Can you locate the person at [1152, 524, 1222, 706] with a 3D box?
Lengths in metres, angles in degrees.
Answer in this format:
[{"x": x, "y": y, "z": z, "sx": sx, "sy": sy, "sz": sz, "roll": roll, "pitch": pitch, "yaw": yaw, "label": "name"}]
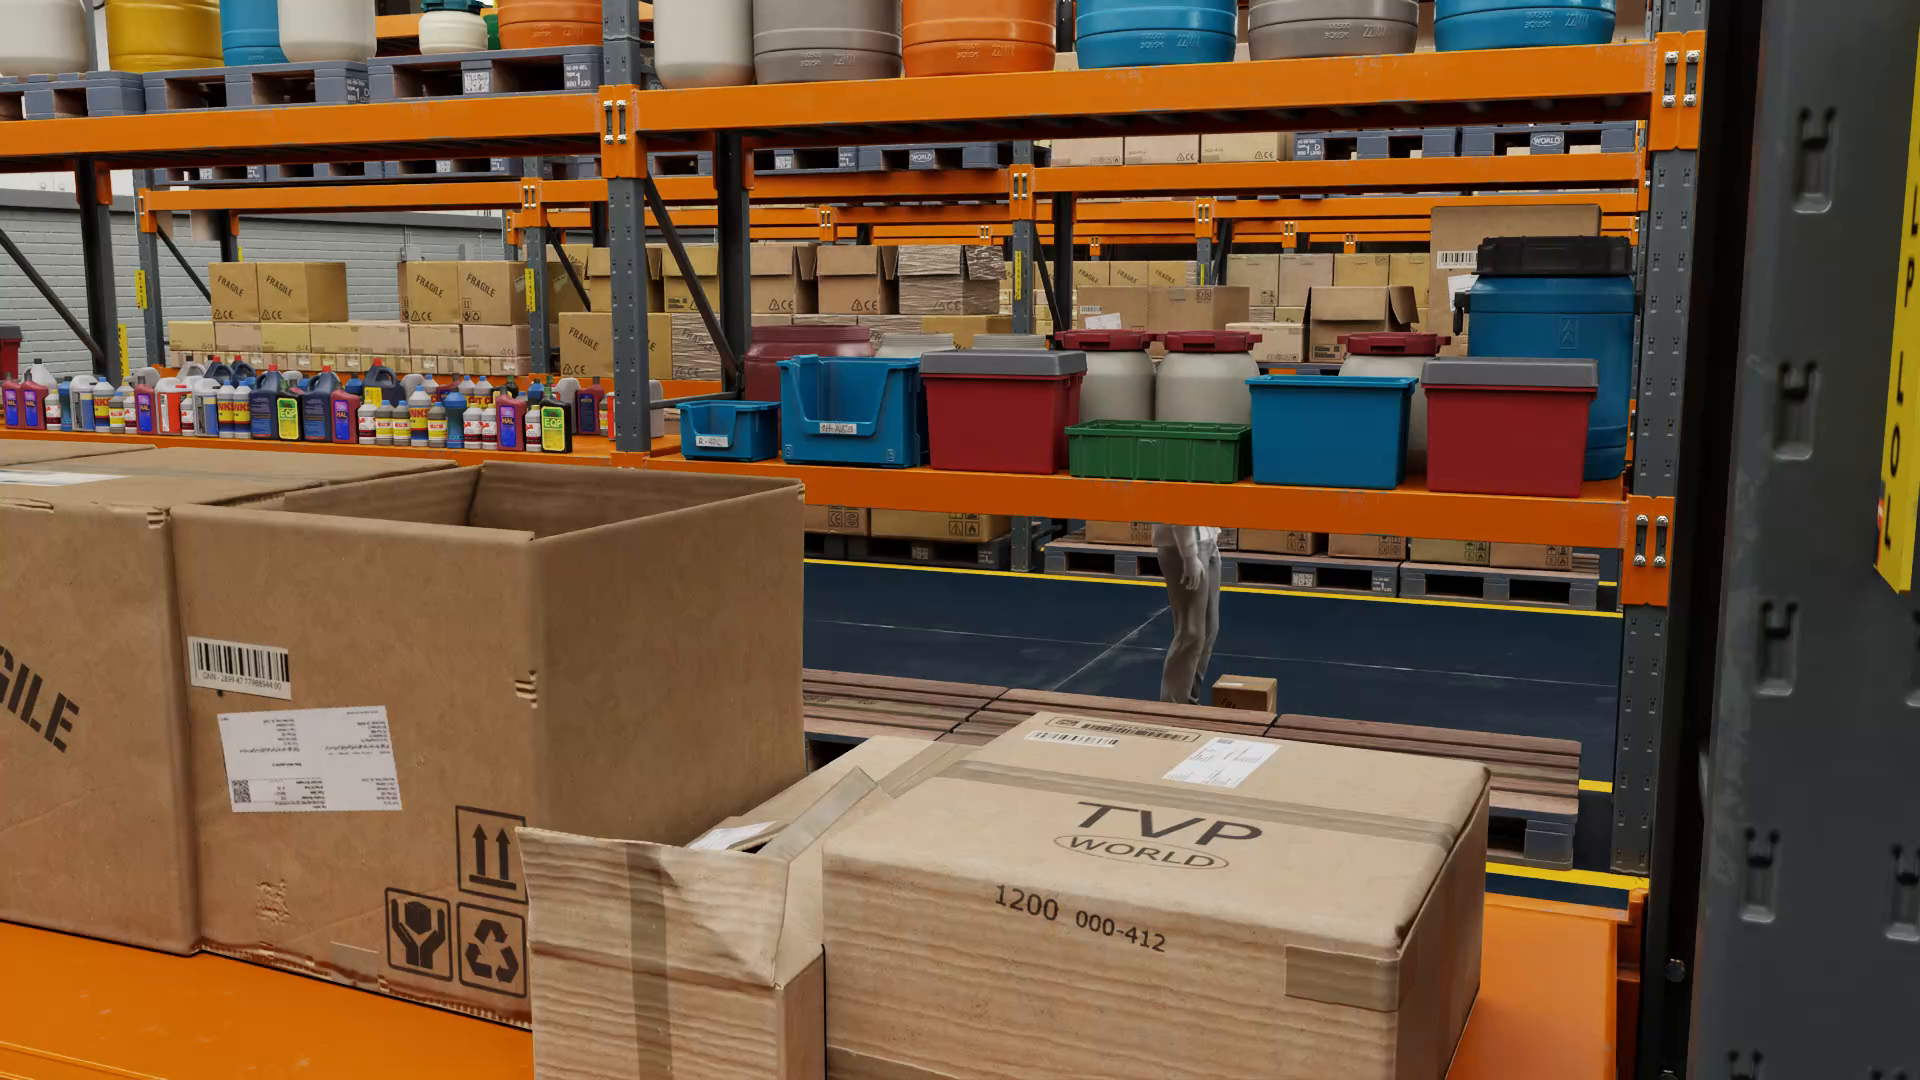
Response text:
[{"x": 1.062, "y": 0.056, "z": 7.482, "sx": 0.378, "sy": 1.662, "sz": 0.537, "roll": 3, "pitch": 9, "yaw": 20, "label": "person"}]
